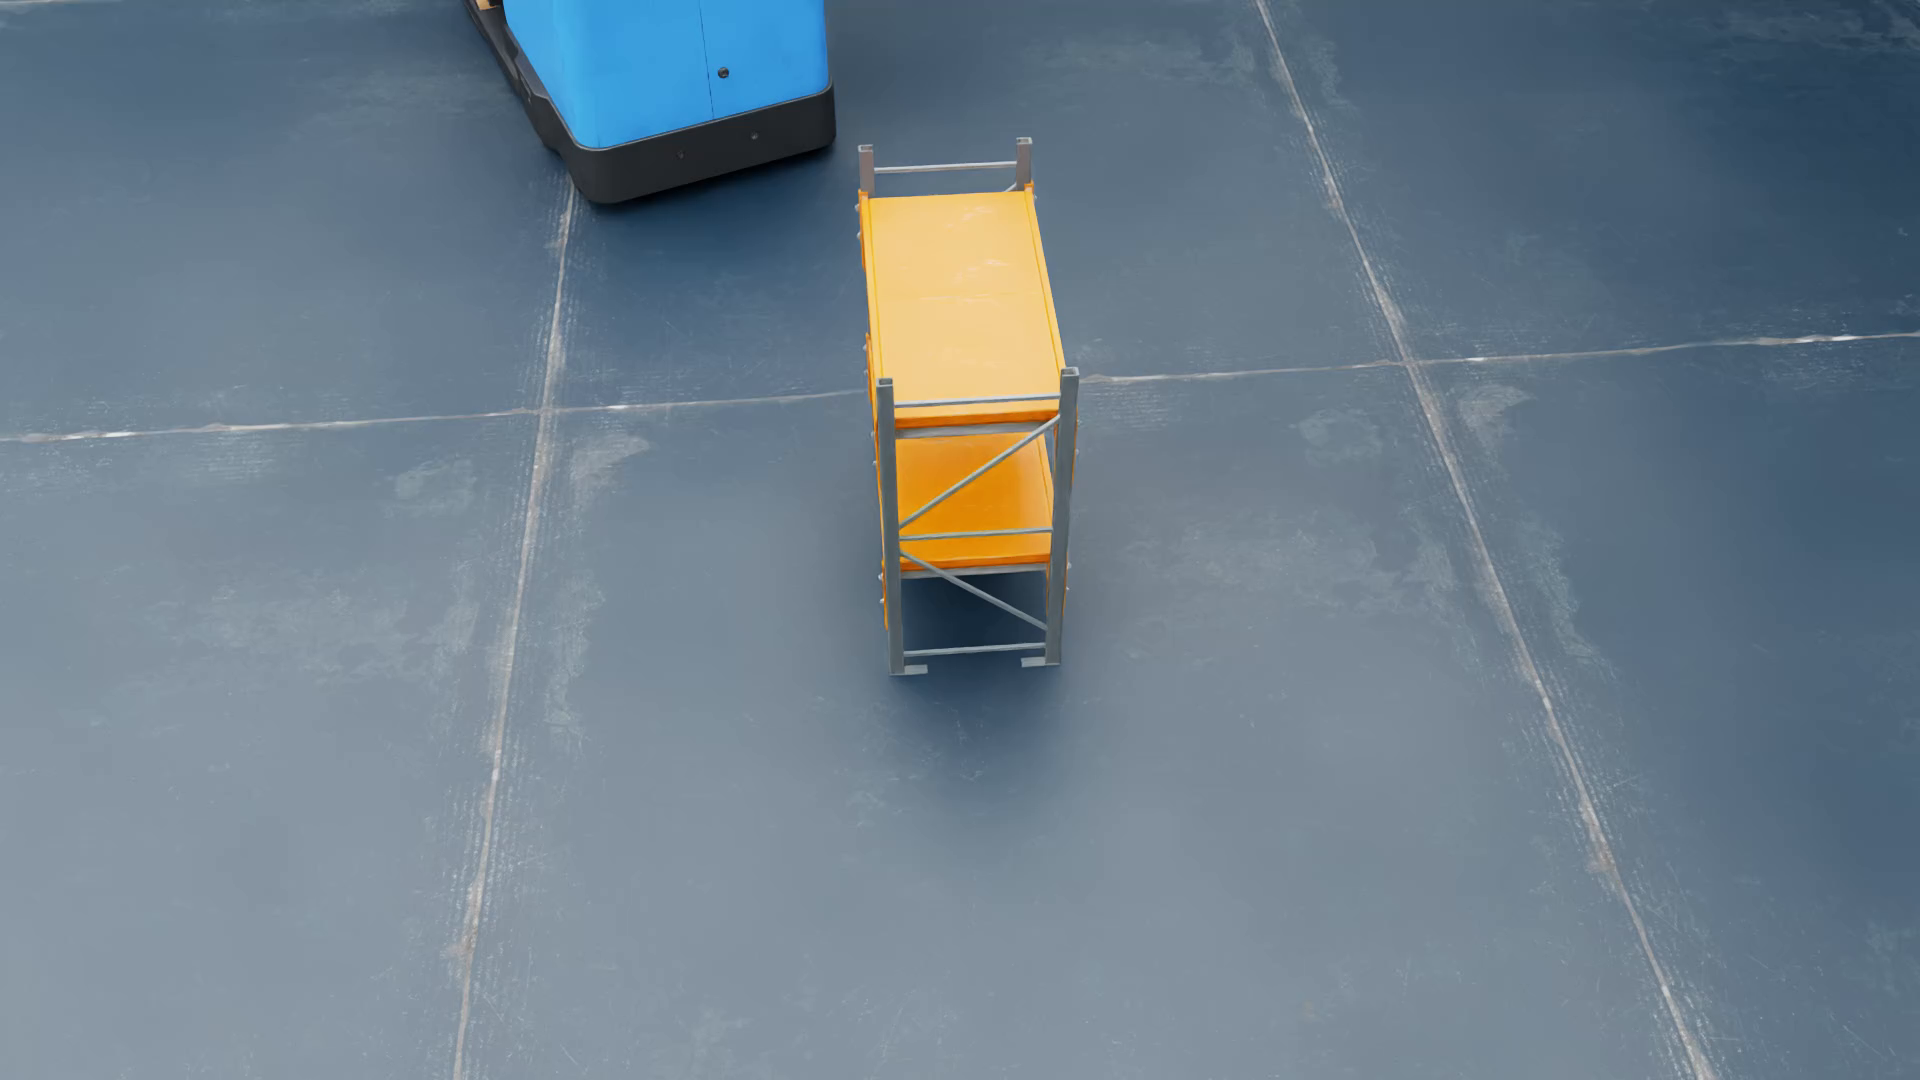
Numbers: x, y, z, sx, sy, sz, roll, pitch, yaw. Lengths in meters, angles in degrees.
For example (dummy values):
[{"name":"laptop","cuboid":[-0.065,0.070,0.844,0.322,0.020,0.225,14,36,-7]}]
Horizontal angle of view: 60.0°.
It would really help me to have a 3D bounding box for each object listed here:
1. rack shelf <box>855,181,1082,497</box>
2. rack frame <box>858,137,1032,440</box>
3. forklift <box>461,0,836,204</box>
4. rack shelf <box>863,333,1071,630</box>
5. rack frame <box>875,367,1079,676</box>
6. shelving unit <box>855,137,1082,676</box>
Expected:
[{"name":"rack shelf","cuboid":[0.001,-0.583,4.624,0.538,0.278,1.000,-3,47,-3]},{"name":"rack frame","cuboid":[-0.042,-0.750,5.185,0.500,1.125,0.032,-3,47,-3]},{"name":"forklift","cuboid":[-1.600,-3.374,6.427,1.130,2.935,3.031,-20,50,-18]},{"name":"rack shelf","cuboid":[0.001,-0.214,5.014,0.538,0.278,1.000,-3,47,-3]},{"name":"rack frame","cuboid":[0.043,-0.014,4.489,0.500,1.125,0.032,-3,47,-3]},{"name":"shelving unit","cuboid":[0.001,-0.382,4.837,0.538,1.125,1.048,-3,47,-3]}]
